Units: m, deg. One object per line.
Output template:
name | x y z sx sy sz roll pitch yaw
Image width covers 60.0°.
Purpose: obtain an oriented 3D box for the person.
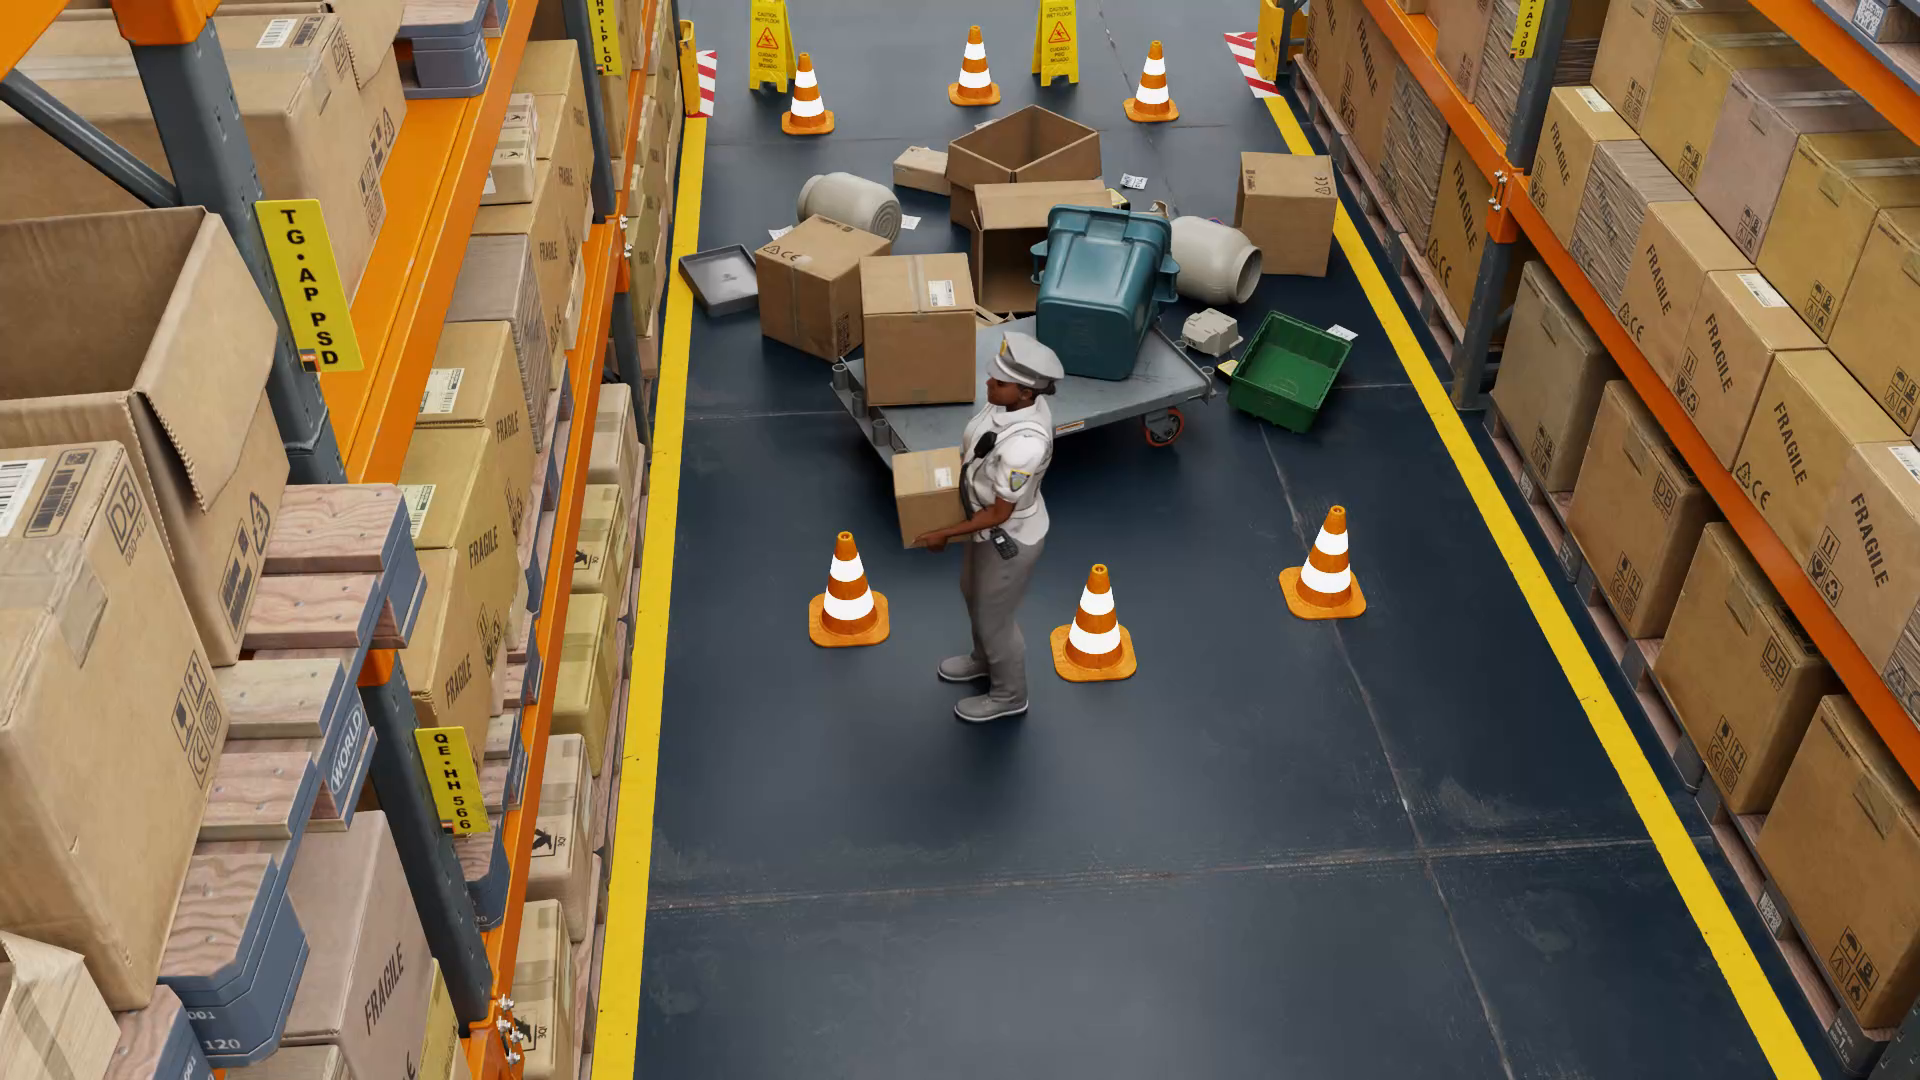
person | 0.085 -0.042 6.184 0.540 1.688 0.449 -3 39 -4
